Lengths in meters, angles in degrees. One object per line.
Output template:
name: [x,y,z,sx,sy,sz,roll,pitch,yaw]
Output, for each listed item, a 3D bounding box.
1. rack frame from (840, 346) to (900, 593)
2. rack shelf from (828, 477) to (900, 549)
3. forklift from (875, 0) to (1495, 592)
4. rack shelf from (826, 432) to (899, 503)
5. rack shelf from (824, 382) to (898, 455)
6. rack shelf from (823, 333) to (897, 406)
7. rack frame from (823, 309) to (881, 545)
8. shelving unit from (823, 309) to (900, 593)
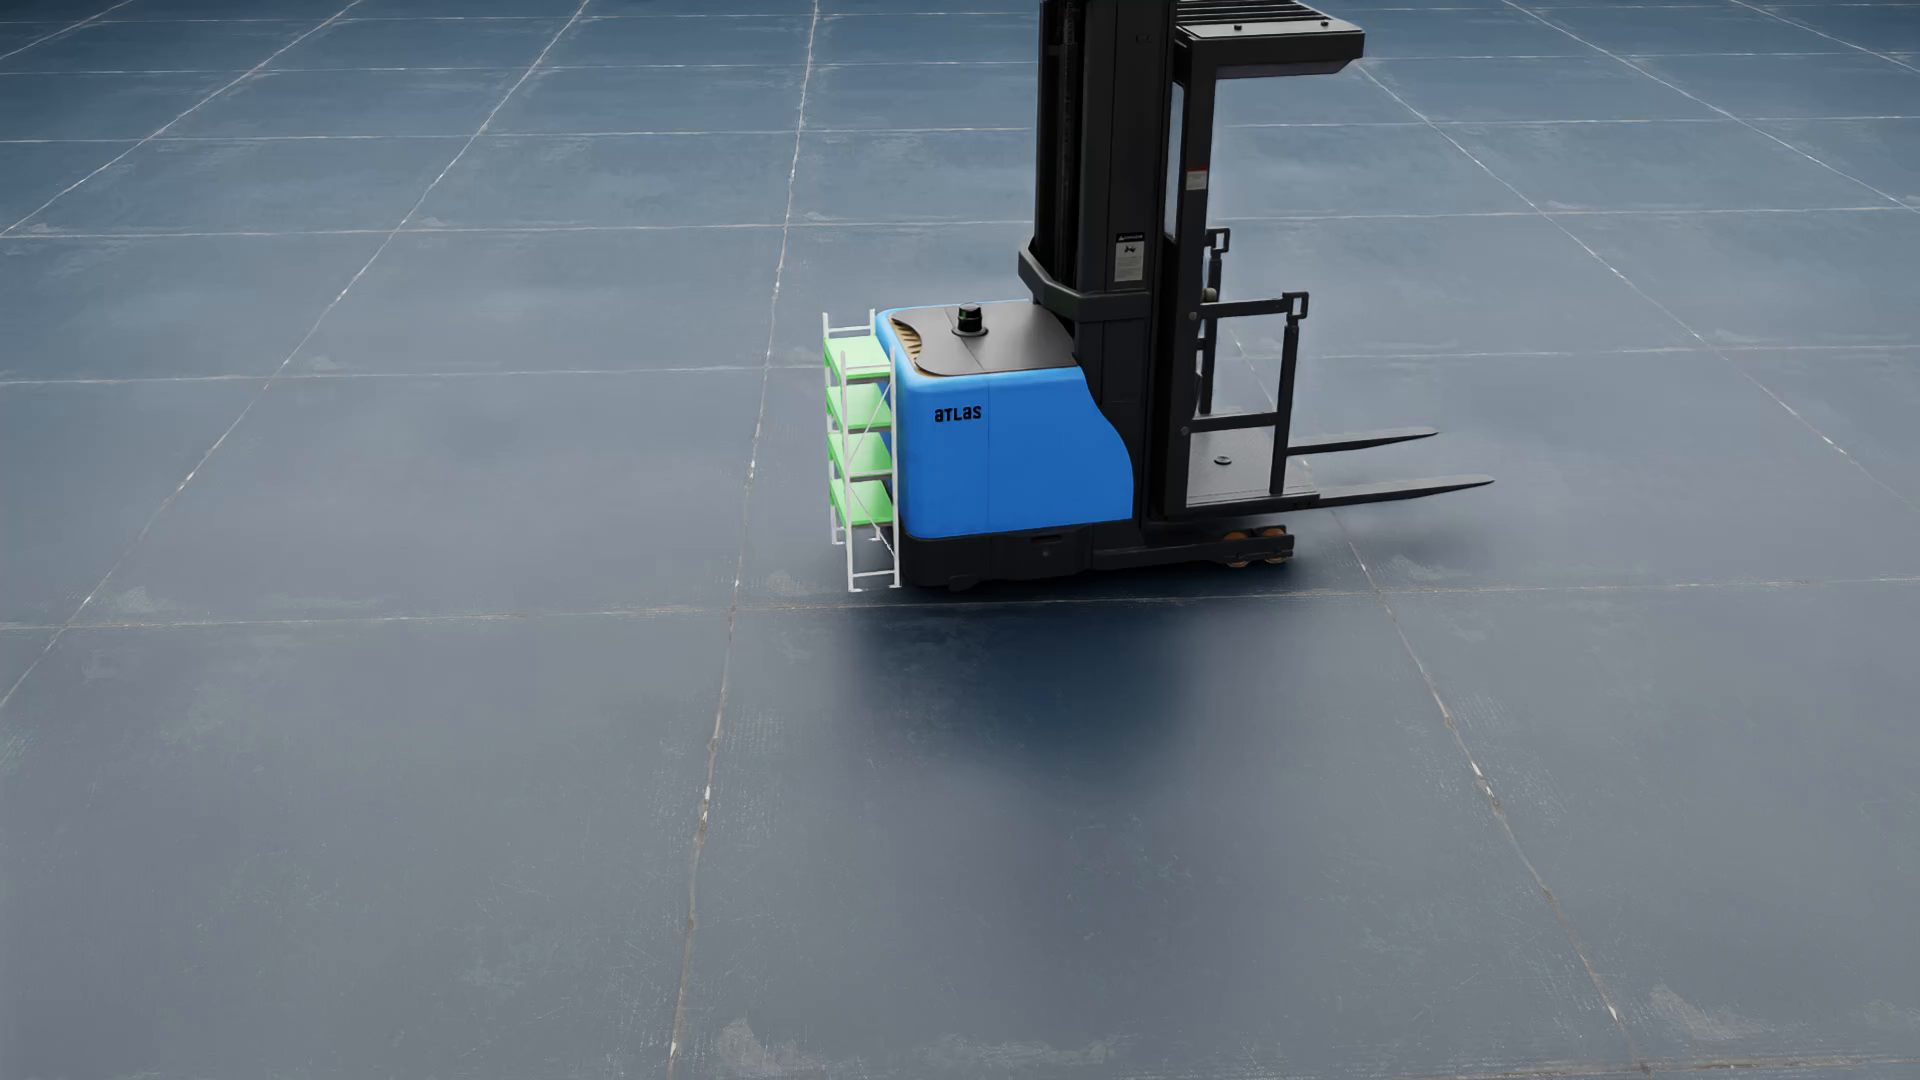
rack frame: [-0.403,-0.301,7.530,0.240,1.200,0.015,-6,28,-12]
rack shelf: [-0.458,-0.142,7.881,0.258,0.148,0.480,-6,28,-12]
forklift: [1.136,-1.399,7.763,3.031,2.935,1.130,-6,28,-11]
rack shelf: [-0.458,-0.354,7.770,0.258,0.148,0.480,-6,28,-12]
rack shelf: [-0.458,-0.567,7.659,0.258,0.148,0.480,-6,28,-12]
rack shelf: [-0.458,-0.780,7.548,0.258,0.148,0.480,-6,28,-12]
rack frame: [-0.513,-0.521,7.951,0.240,1.200,0.015,-6,28,-12]
shelving unit: [-0.458,-0.411,7.741,0.258,1.200,0.503,-6,28,-12]
